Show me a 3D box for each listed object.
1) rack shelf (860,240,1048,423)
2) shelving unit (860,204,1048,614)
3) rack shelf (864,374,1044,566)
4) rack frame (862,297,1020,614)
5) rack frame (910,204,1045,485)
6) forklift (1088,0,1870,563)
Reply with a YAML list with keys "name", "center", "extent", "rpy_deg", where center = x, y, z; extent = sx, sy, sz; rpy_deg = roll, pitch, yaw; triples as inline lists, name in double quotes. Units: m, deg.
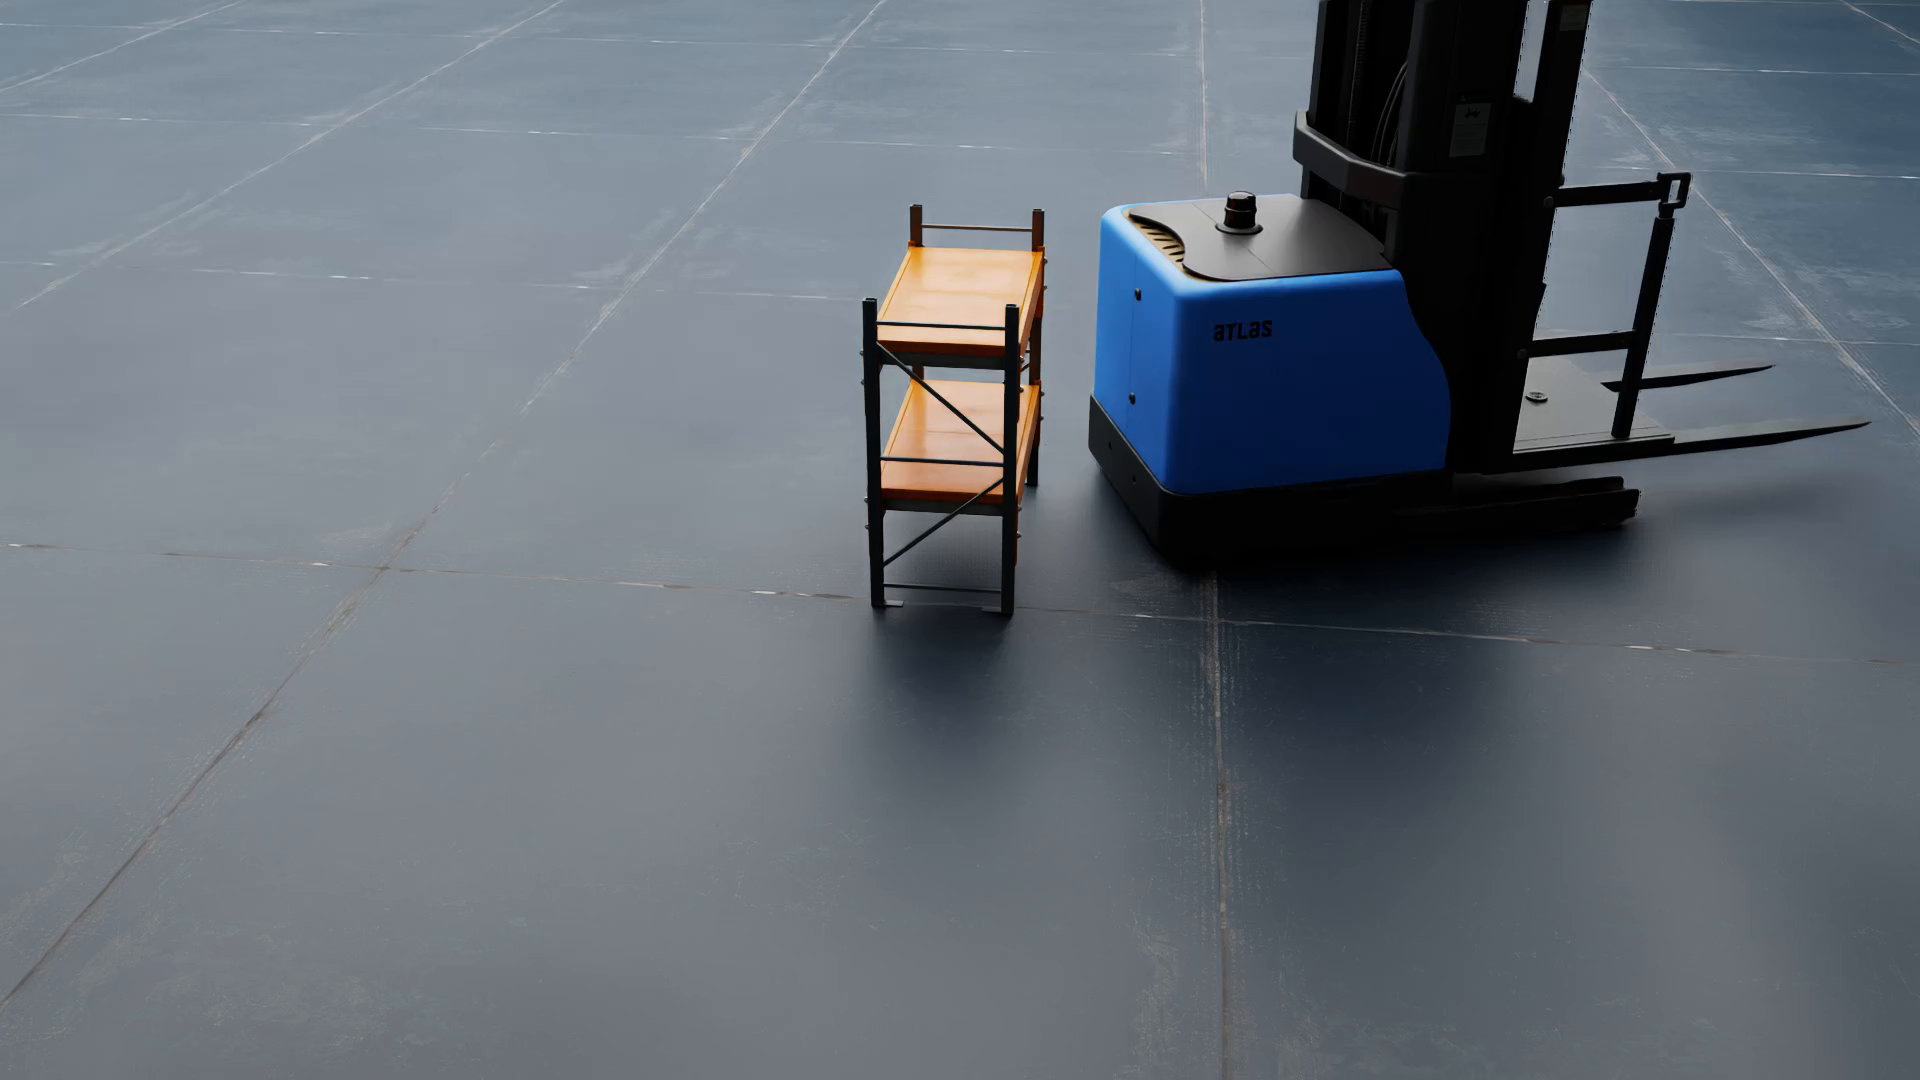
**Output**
- name: "rack shelf"
  center: [0.001, -0.756, 5.850]
  extent: [0.538, 0.278, 1.000]
  rpy_deg: [3, 28, 6]
- name: "shelving unit"
  center: [0.001, -0.498, 5.989]
  extent: [0.538, 1.125, 1.048]
  rpy_deg: [3, 28, 6]
- name: "rack shelf"
  center: [0.001, -0.283, 6.105]
  extent: [0.538, 0.278, 1.000]
  rpy_deg: [3, 28, 6]
- name: "rack frame"
  center: [-0.061, -0.259, 5.545]
  extent: [0.500, 1.125, 0.032]
  rpy_deg: [3, 28, 6]
- name: "rack frame"
  center: [0.063, -0.738, 6.433]
  extent: [0.500, 1.125, 0.032]
  rpy_deg: [3, 28, 6]
- name: "forklift"
  center: [2.097, -1.561, 6.057]
  extent: [3.031, 2.935, 1.130]
  rpy_deg: [-6, 29, -11]
